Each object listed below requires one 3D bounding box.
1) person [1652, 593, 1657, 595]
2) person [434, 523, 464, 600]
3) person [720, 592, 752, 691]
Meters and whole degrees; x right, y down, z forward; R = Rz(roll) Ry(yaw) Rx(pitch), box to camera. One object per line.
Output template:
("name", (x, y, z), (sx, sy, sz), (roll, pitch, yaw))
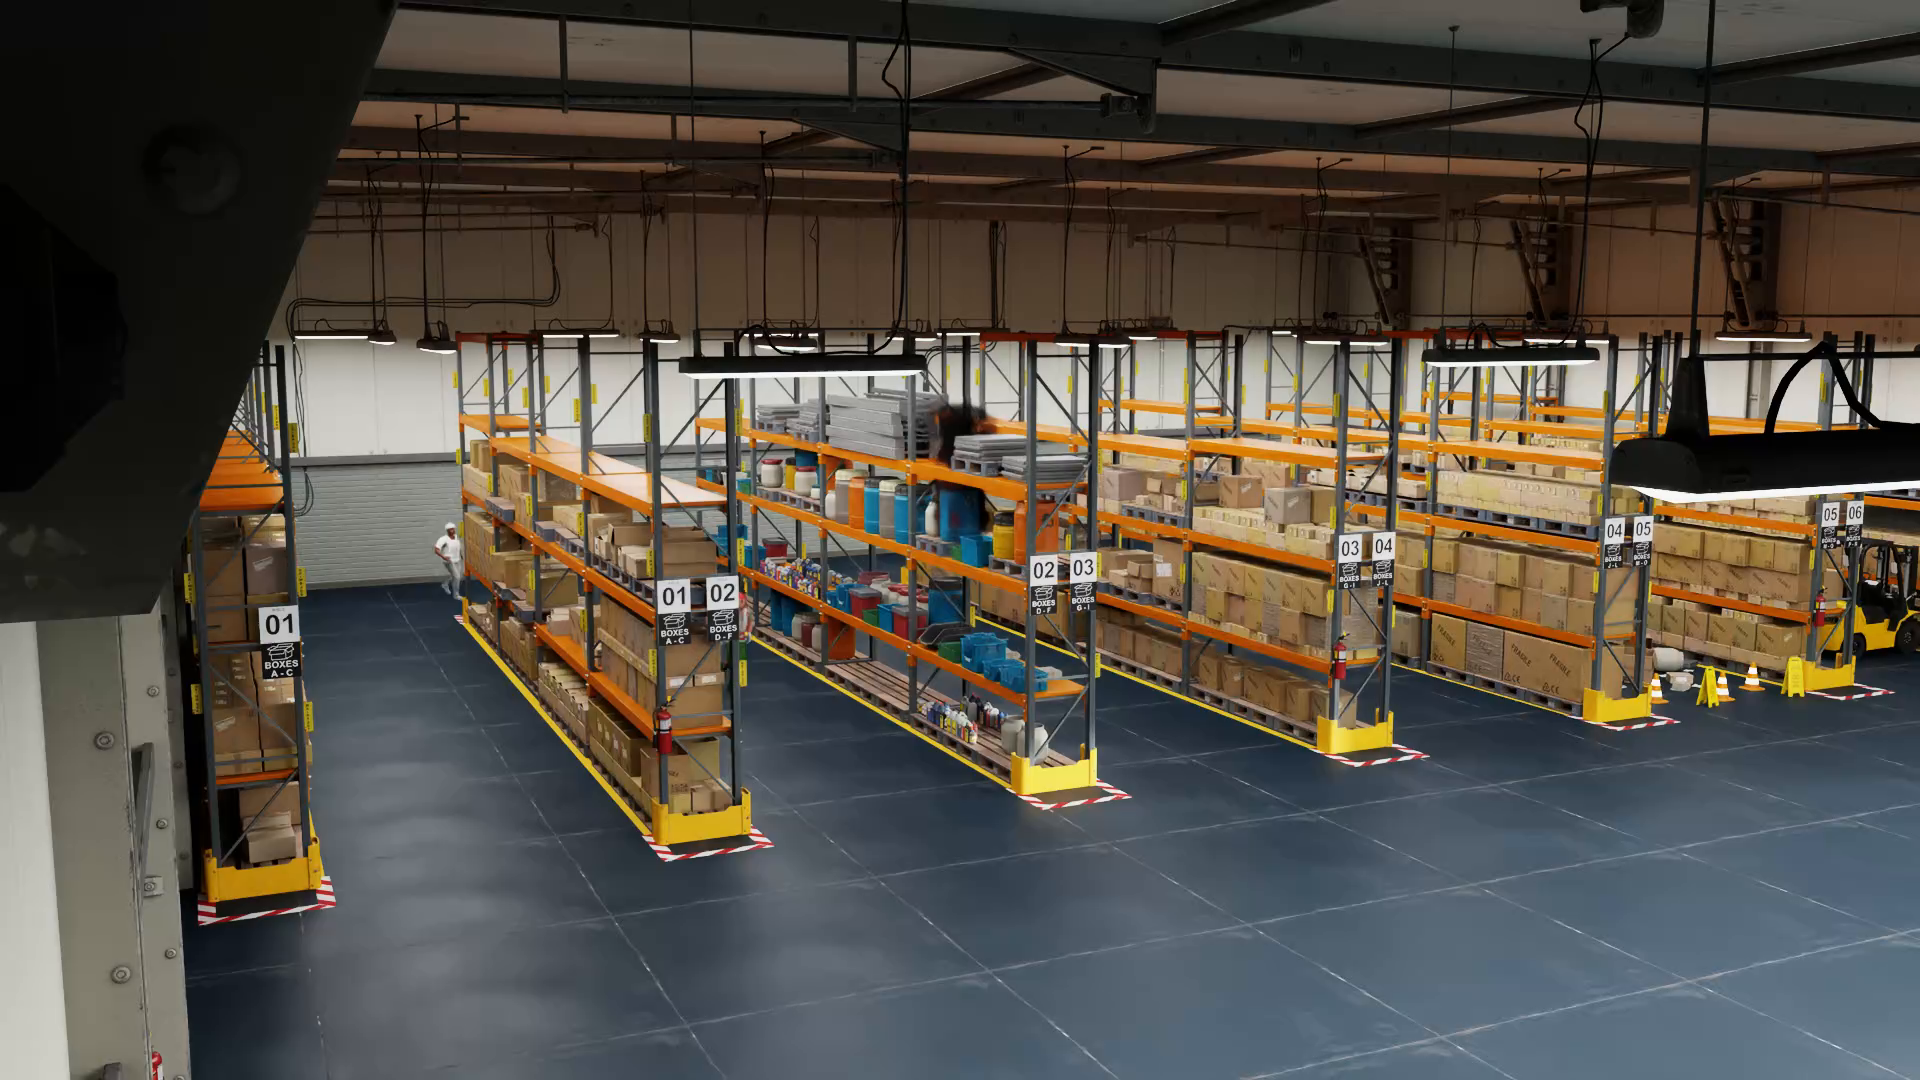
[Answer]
("person", (14.386, 0.926, 34.004), (0.654, 1.691, 0.882), (-6, 10, -37))
("person", (-11.410, 0.477, 37.141), (0.664, 1.739, 0.736), (3, 8, 21))
("person", (-3.814, 1.709, 28.084), (0.663, 1.713, 0.686), (-7, 10, -41))
